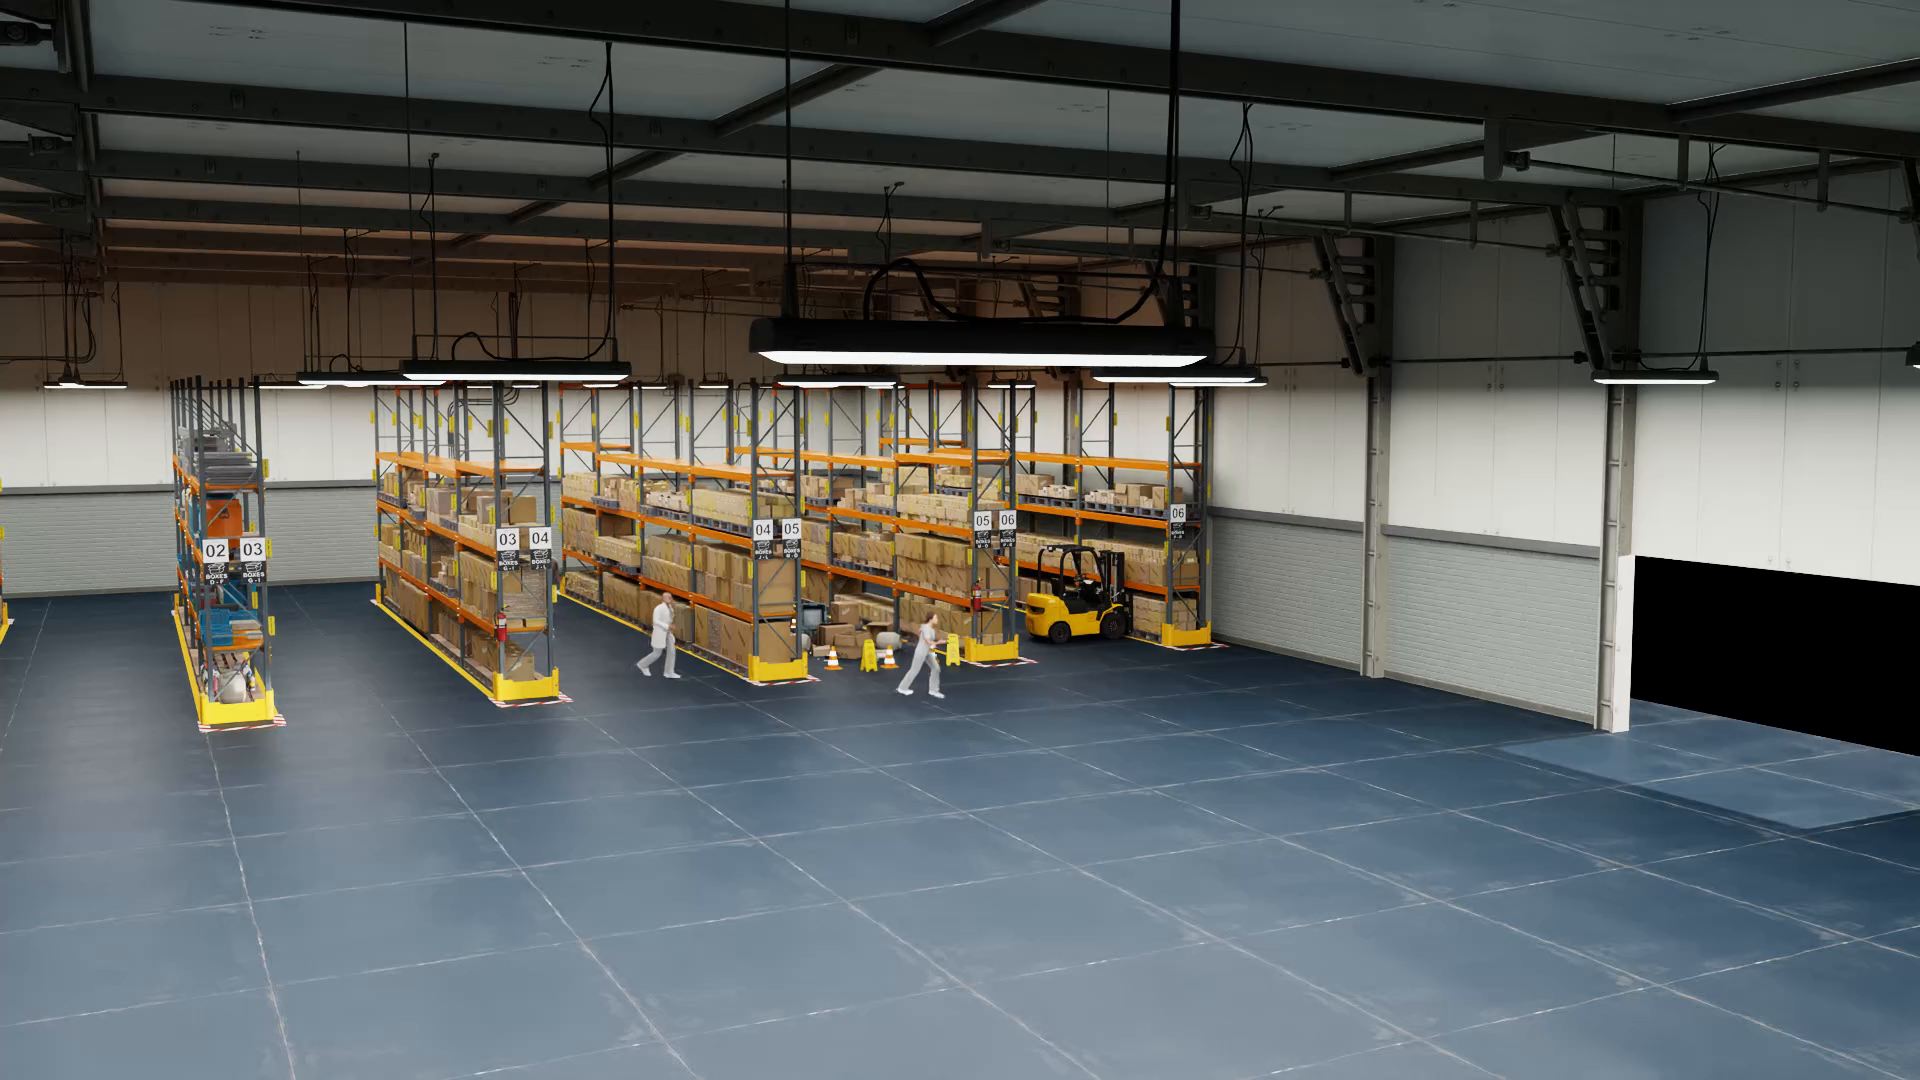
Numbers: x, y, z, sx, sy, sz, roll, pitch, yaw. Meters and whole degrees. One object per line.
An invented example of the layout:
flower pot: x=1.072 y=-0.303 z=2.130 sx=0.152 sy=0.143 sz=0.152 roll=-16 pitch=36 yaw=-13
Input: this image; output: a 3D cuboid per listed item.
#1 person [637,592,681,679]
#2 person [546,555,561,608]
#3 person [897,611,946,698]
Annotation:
person: x=-6.037 y=1.899 z=33.272 sx=0.964 sy=1.744 sz=0.693 roll=2 pitch=6 yaw=24
person: x=-10.593 y=1.105 z=42.465 sx=0.878 sy=1.685 sz=0.716 roll=4 pitch=7 yaw=41
person: x=-0.704 y=2.144 z=31.112 sx=0.955 sy=1.637 sz=0.561 roll=1 pitch=5 yaw=14
